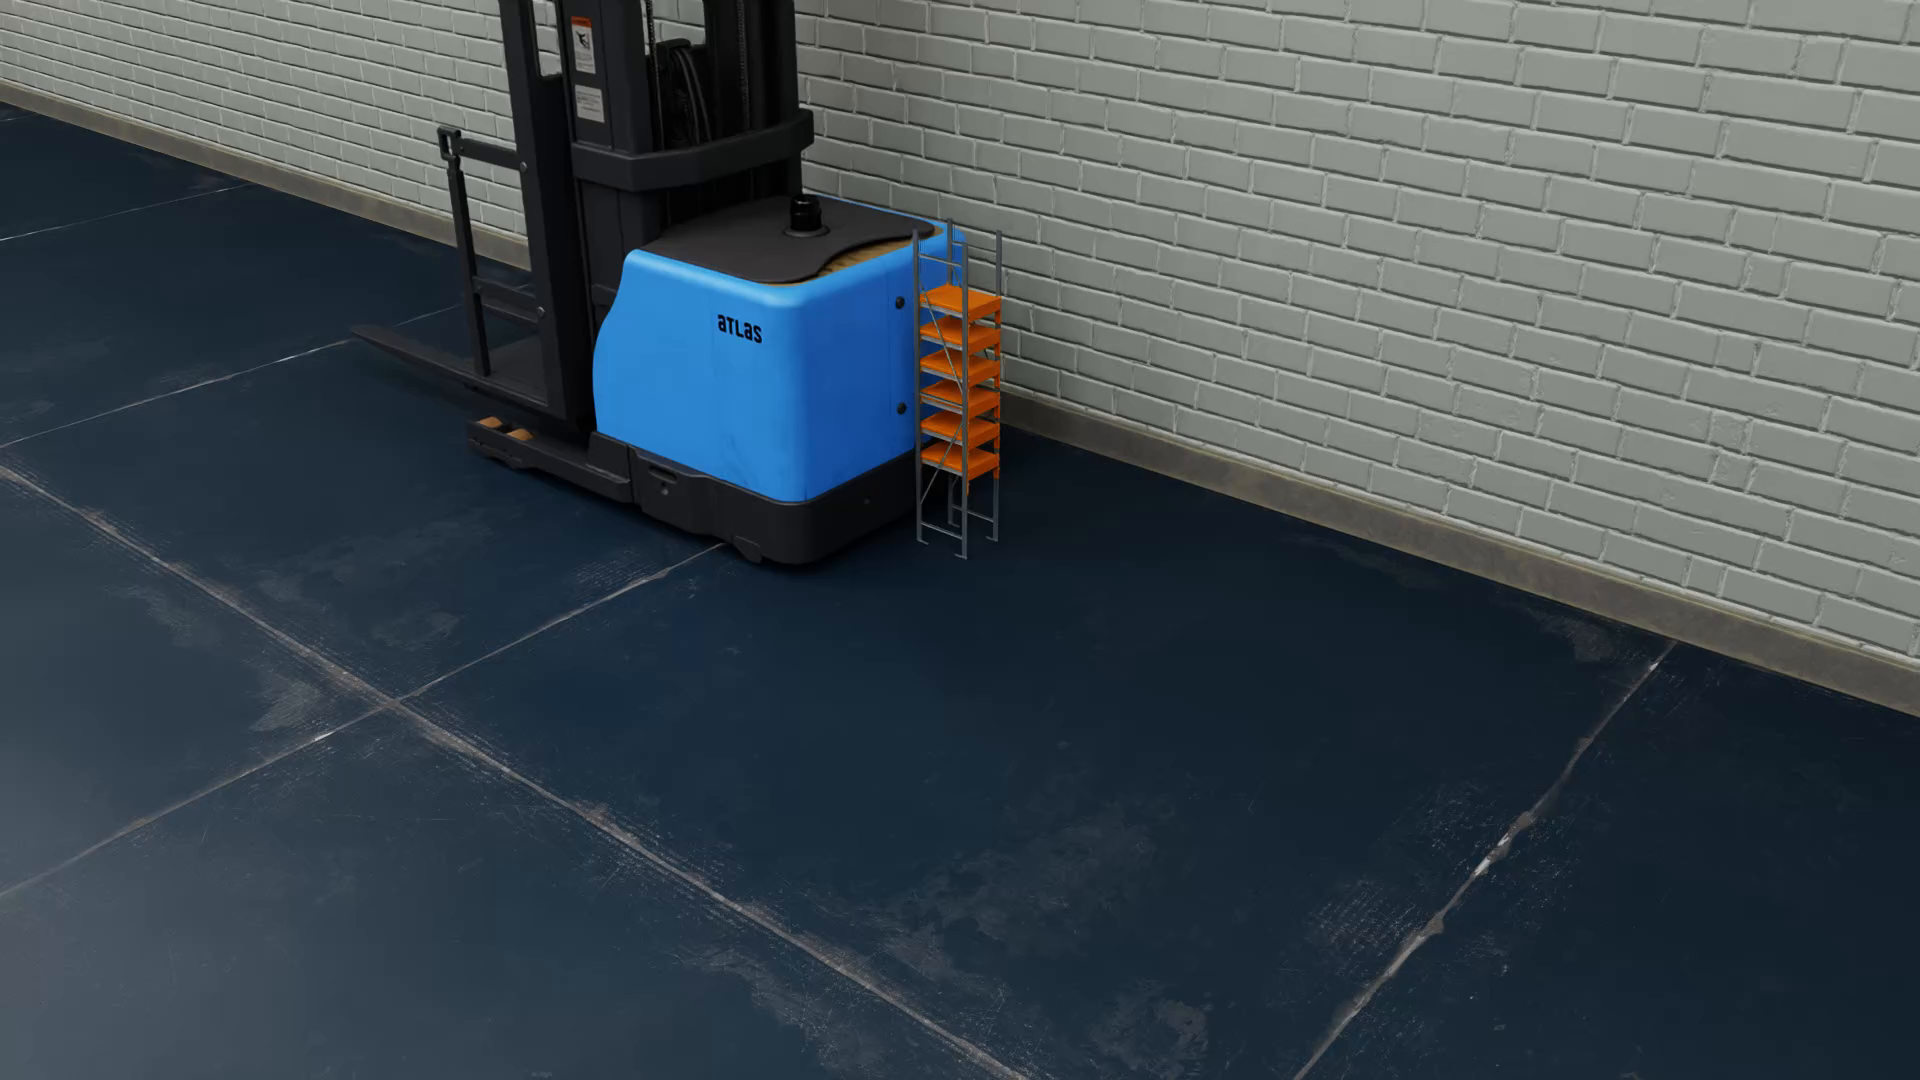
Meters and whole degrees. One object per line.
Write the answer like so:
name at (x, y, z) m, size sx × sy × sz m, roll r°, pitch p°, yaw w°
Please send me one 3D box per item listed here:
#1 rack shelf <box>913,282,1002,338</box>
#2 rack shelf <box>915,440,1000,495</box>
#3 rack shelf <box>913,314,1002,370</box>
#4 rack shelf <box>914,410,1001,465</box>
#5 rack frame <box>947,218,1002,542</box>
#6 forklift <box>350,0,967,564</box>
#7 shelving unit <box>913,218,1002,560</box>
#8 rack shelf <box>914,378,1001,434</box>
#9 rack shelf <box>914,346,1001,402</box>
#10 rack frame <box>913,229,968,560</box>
rack shelf at (-0.009, -0.808, 5.819) m, size 0.258 × 0.103 × 0.180 m, roll 21°, pitch 34°, yaw 34°
rack shelf at (-0.009, -0.275, 6.095) m, size 0.258 × 0.103 × 0.180 m, roll 21°, pitch 34°, yaw 34°
rack shelf at (-0.009, -0.701, 5.875) m, size 0.258 × 0.103 × 0.180 m, roll 21°, pitch 34°, yaw 34°
rack shelf at (-0.009, -0.382, 6.040) m, size 0.258 × 0.103 × 0.180 m, roll 21°, pitch 34°, yaw 34°
rack frame at (0.049, -0.560, 6.027) m, size 0.240 × 1.200 × 0.006 m, roll 21°, pitch 34°, yaw 34°
forklift at (-1.421, -1.755, 6.453) m, size 3.031 × 2.935 × 1.130 m, roll 20°, pitch 34°, yaw 34°
shelving unit at (-0.009, -0.528, 5.964) m, size 0.258 × 1.200 × 0.189 m, roll 21°, pitch 34°, yaw 34°
rack shelf at (-0.009, -0.488, 5.985) m, size 0.258 × 0.103 × 0.180 m, roll 21°, pitch 34°, yaw 34°
rack shelf at (-0.009, -0.595, 5.930) m, size 0.258 × 0.103 × 0.180 m, roll 21°, pitch 34°, yaw 34°
rack frame at (-0.067, -0.495, 5.902) m, size 0.240 × 1.200 × 0.006 m, roll 21°, pitch 34°, yaw 34°
